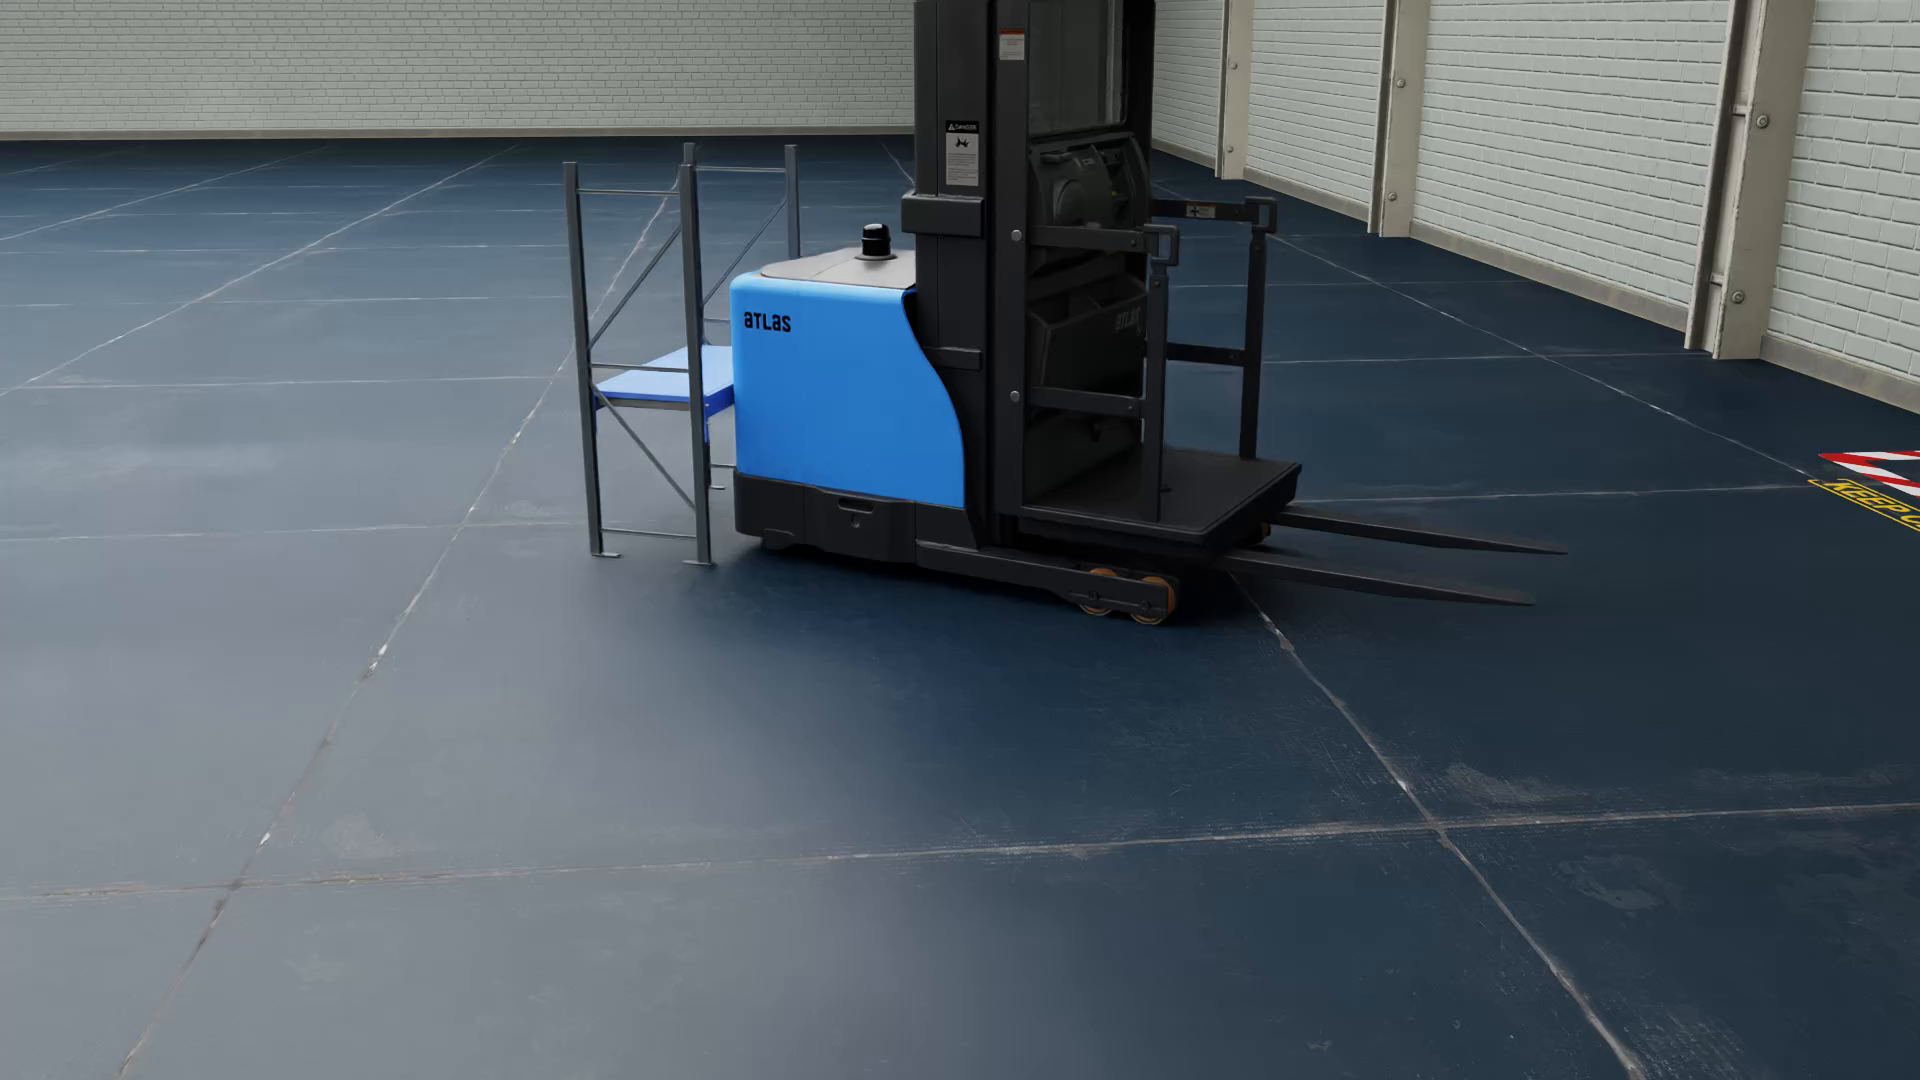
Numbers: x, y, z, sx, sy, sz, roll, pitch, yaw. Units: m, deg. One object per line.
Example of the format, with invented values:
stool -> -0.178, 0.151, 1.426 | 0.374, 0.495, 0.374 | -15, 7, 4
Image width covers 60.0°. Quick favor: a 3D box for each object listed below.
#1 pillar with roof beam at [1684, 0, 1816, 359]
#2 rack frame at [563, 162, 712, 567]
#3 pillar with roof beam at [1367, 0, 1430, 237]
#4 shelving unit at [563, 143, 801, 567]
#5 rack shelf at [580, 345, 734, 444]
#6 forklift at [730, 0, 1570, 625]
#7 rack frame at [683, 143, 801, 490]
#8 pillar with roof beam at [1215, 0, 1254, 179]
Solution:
pillar with roof beam -> 0.497, -5.333, 8.641 | 9.100, 9.000, 0.400 | -2, 18, -6
rack frame -> -1.197, -0.639, 6.208 | 0.500, 1.500, 0.032 | 5, 18, 15
pillar with roof beam -> -0.122, -7.121, 14.335 | 9.100, 9.000, 0.400 | -2, 18, -6
shelving unit -> -1.056, -0.785, 6.674 | 0.538, 1.500, 1.048 | 5, 18, 15
rack shelf -> -1.056, -0.613, 6.728 | 0.538, 0.185, 1.000 | 5, 18, 15
forklift -> 0.654, -1.285, 5.878 | 3.031, 2.935, 1.130 | 9, 20, 27
rack frame -> -0.916, -0.931, 7.140 | 0.500, 1.500, 0.032 | 5, 18, 15
pillar with roof beam -> -0.741, -8.908, 20.029 | 9.100, 9.000, 0.400 | -2, 18, -6
